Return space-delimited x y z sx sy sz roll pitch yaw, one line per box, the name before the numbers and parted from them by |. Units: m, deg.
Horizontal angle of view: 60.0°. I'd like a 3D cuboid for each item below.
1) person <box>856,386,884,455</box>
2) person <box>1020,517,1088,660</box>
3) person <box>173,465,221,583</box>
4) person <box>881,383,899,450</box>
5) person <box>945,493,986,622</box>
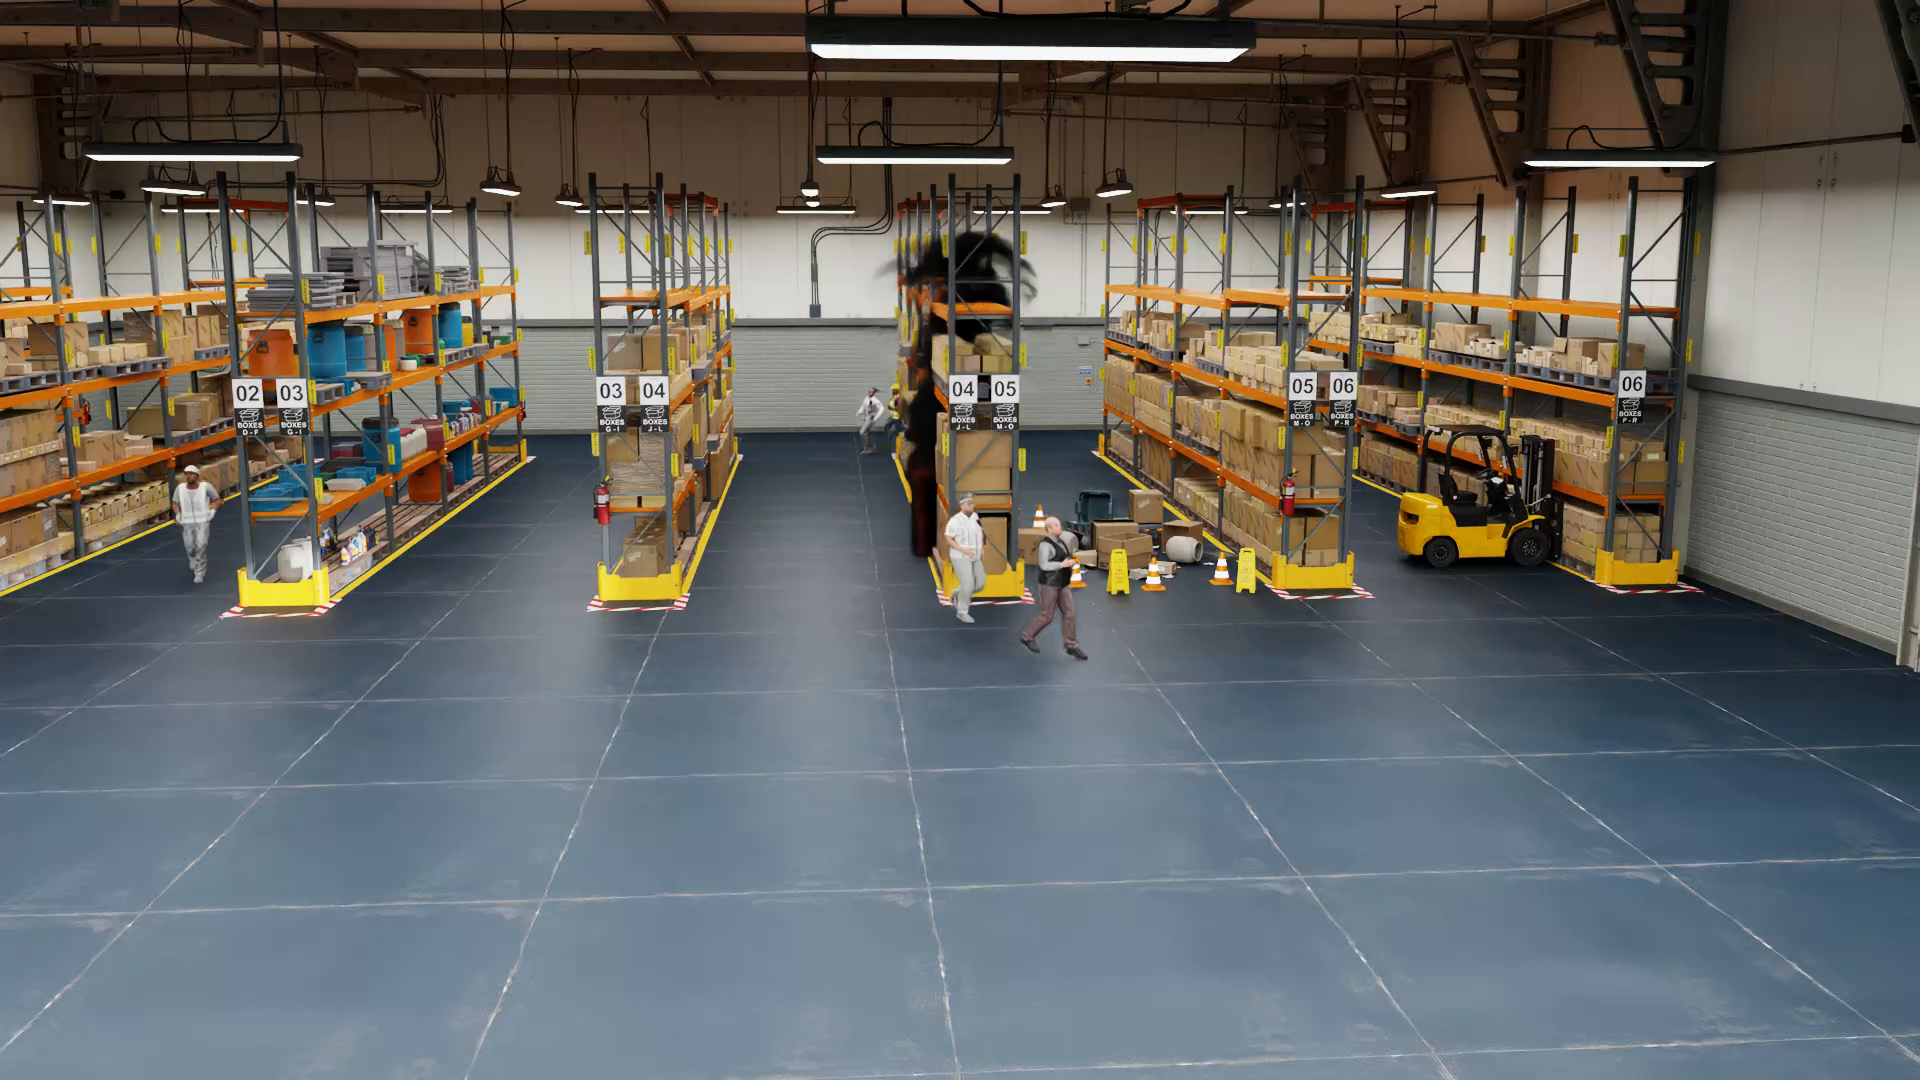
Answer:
person | -2.197 -2.896 40.370 0.622 1.695 0.682 -8 13 -37
person | 1.152 0.581 20.312 0.881 1.738 0.651 7 12 33
person | -11.567 -0.266 25.232 0.666 1.763 0.742 -2 10 -13
person | -1.501 -3.026 41.069 0.745 1.728 0.855 -3 10 -16
person | 0.091 0.224 22.509 0.634 1.761 0.719 9 13 41
